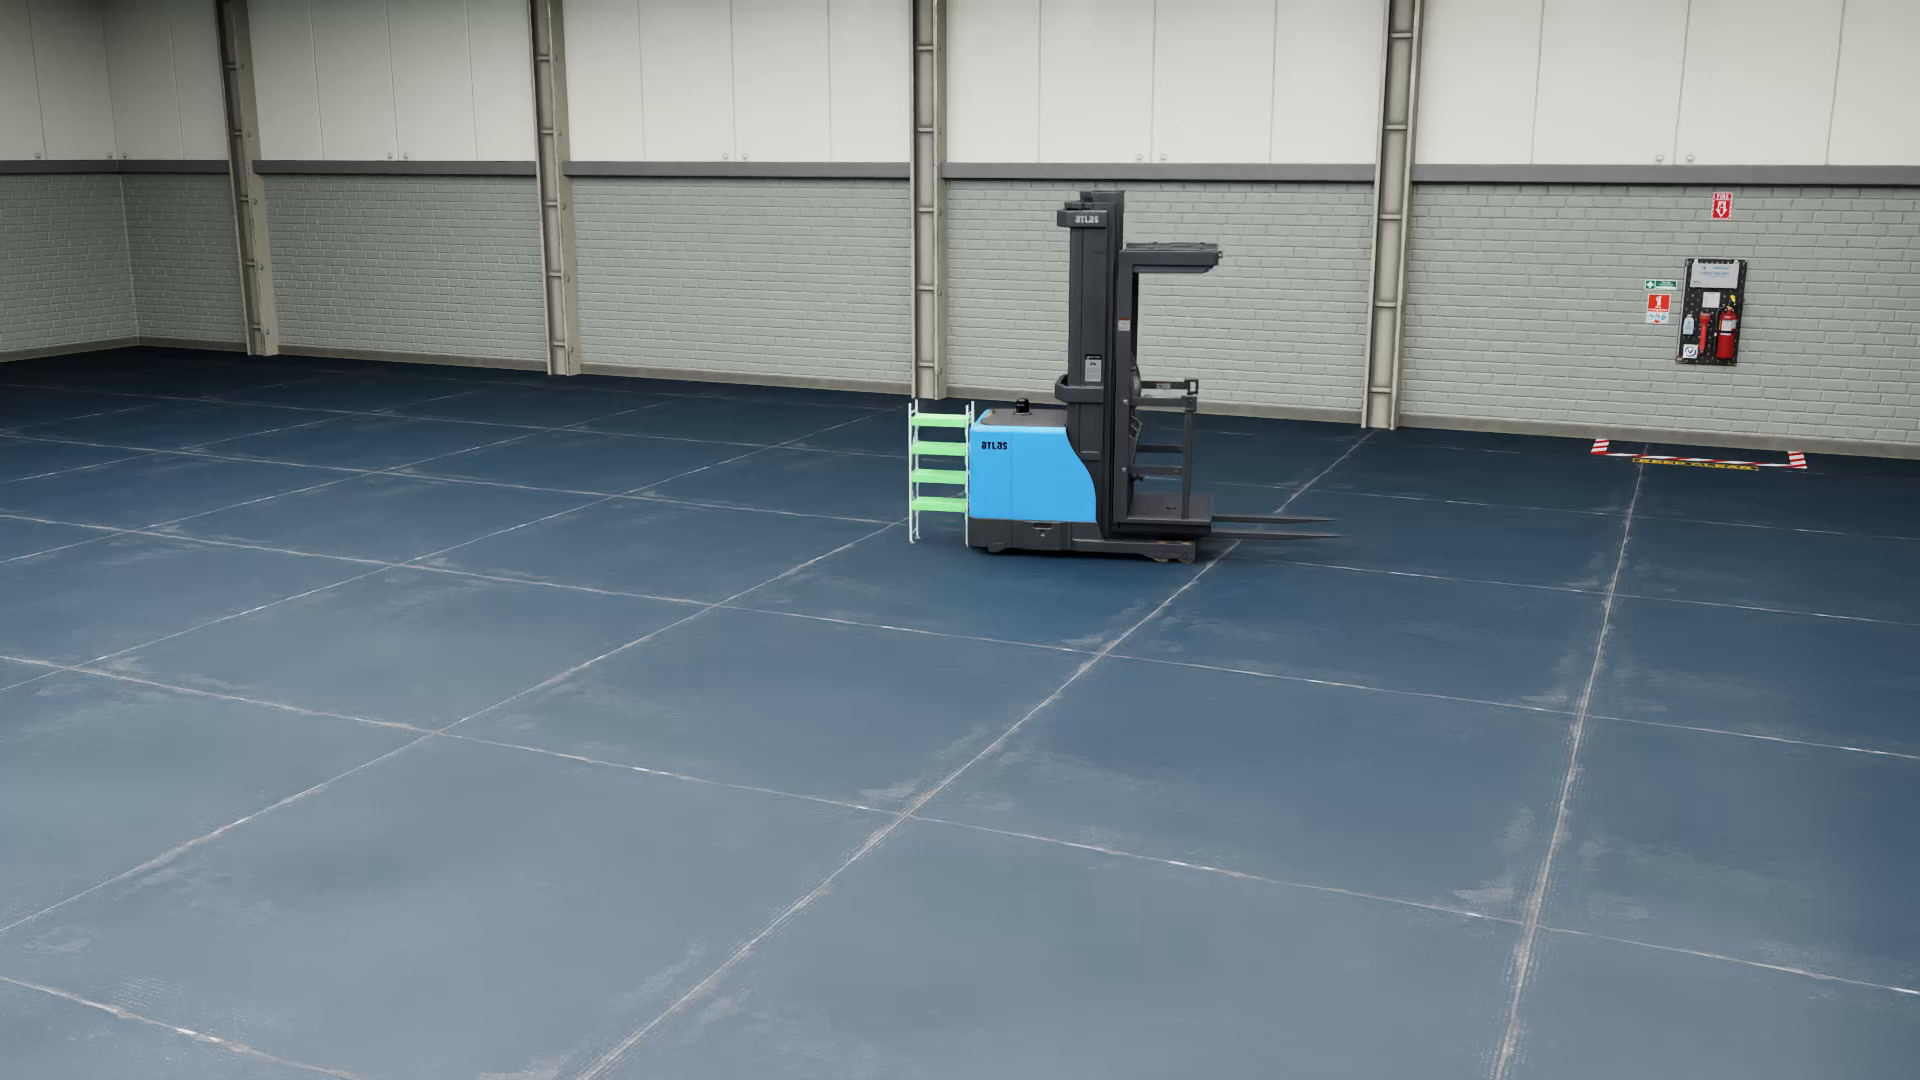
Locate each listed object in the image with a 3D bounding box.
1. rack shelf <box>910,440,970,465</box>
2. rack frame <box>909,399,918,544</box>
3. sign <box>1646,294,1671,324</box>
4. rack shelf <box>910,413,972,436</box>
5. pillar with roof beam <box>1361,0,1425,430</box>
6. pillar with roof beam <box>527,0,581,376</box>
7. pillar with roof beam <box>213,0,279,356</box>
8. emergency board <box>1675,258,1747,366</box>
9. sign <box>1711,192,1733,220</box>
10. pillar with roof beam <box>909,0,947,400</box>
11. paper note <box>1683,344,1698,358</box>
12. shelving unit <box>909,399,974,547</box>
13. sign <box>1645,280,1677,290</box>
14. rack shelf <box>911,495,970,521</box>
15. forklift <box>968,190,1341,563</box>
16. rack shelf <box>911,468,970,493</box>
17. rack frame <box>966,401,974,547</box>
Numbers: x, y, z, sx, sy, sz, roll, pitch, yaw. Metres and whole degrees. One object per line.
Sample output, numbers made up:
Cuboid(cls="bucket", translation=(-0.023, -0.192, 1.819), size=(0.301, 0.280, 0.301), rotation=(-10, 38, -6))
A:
Cuboid(cls="rack shelf", translation=(-0.154, -0.739, 14.006), size=(0.480, 0.148, 0.258), rotation=(3, 14, 12))
Cuboid(cls="rack frame", translation=(-0.392, -0.580, 14.098), size=(0.015, 1.200, 0.240), rotation=(3, 14, 12))
Cuboid(cls="sign", translation=(7.851, -2.601, 18.697), size=(0.234, 0.329, 0.001), rotation=(6, 14, 23))
Cuboid(cls="rack shelf", translation=(-0.154, -0.972, 13.951), size=(0.480, 0.148, 0.258), rotation=(3, 14, 12))
Cuboid(cls="pillar with roof beam", translation=(3.329, -4.851, 15.232), size=(0.400, 9.000, 9.100), rotation=(6, 14, 23))
Cuboid(cls="pillar with roof beam", translation=(-7.643, -5.962, 19.964), size=(0.400, 9.000, 9.100), rotation=(6, 14, 23))
Cuboid(cls="pillar with roof beam", translation=(-13.128, -6.517, 22.330), size=(0.400, 9.000, 9.100), rotation=(6, 14, 23))
Cuboid(cls="emergency board", translation=(8.315, -2.511, 18.391), size=(0.643, 1.169, 0.194), rotation=(6, 14, 23))
Cuboid(cls="sign", translation=(8.347, -3.662, 18.218), size=(0.199, 0.298, 0.001), rotation=(6, 14, 23))
Cuboid(cls="pillar with roof beam", translation=(-2.157, -5.407, 17.598), size=(0.400, 9.000, 9.100), rotation=(6, 14, 23))
Cuboid(cls="paper note", translation=(8.181, -2.113, 18.623), size=(0.142, 0.148, 0.016), rotation=(6, 14, 23))
Cuboid(cls="shelving unit", translation=(-0.154, -0.567, 14.046), size=(0.503, 1.200, 0.258), rotation=(3, 14, 12))
Cuboid(cls="sign", translation=(7.851, -2.857, 18.627), size=(0.331, 0.109, 0.001), rotation=(6, 14, 23))
Cuboid(cls="rack shelf", translation=(-0.154, -0.271, 14.115), size=(0.480, 0.148, 0.258), rotation=(3, 14, 12))
Cuboid(cls="forklift", translation=(1.628, -1.369, 13.675), size=(3.031, 2.935, 1.130), rotation=(2, 13, 9))
Cuboid(cls="rack shelf", translation=(-0.154, -0.505, 14.061), size=(0.480, 0.148, 0.258), rotation=(3, 14, 12))
Cuboid(cls="rack frame", translation=(0.084, -0.555, 13.994), size=(0.015, 1.200, 0.240), rotation=(3, 14, 12))
